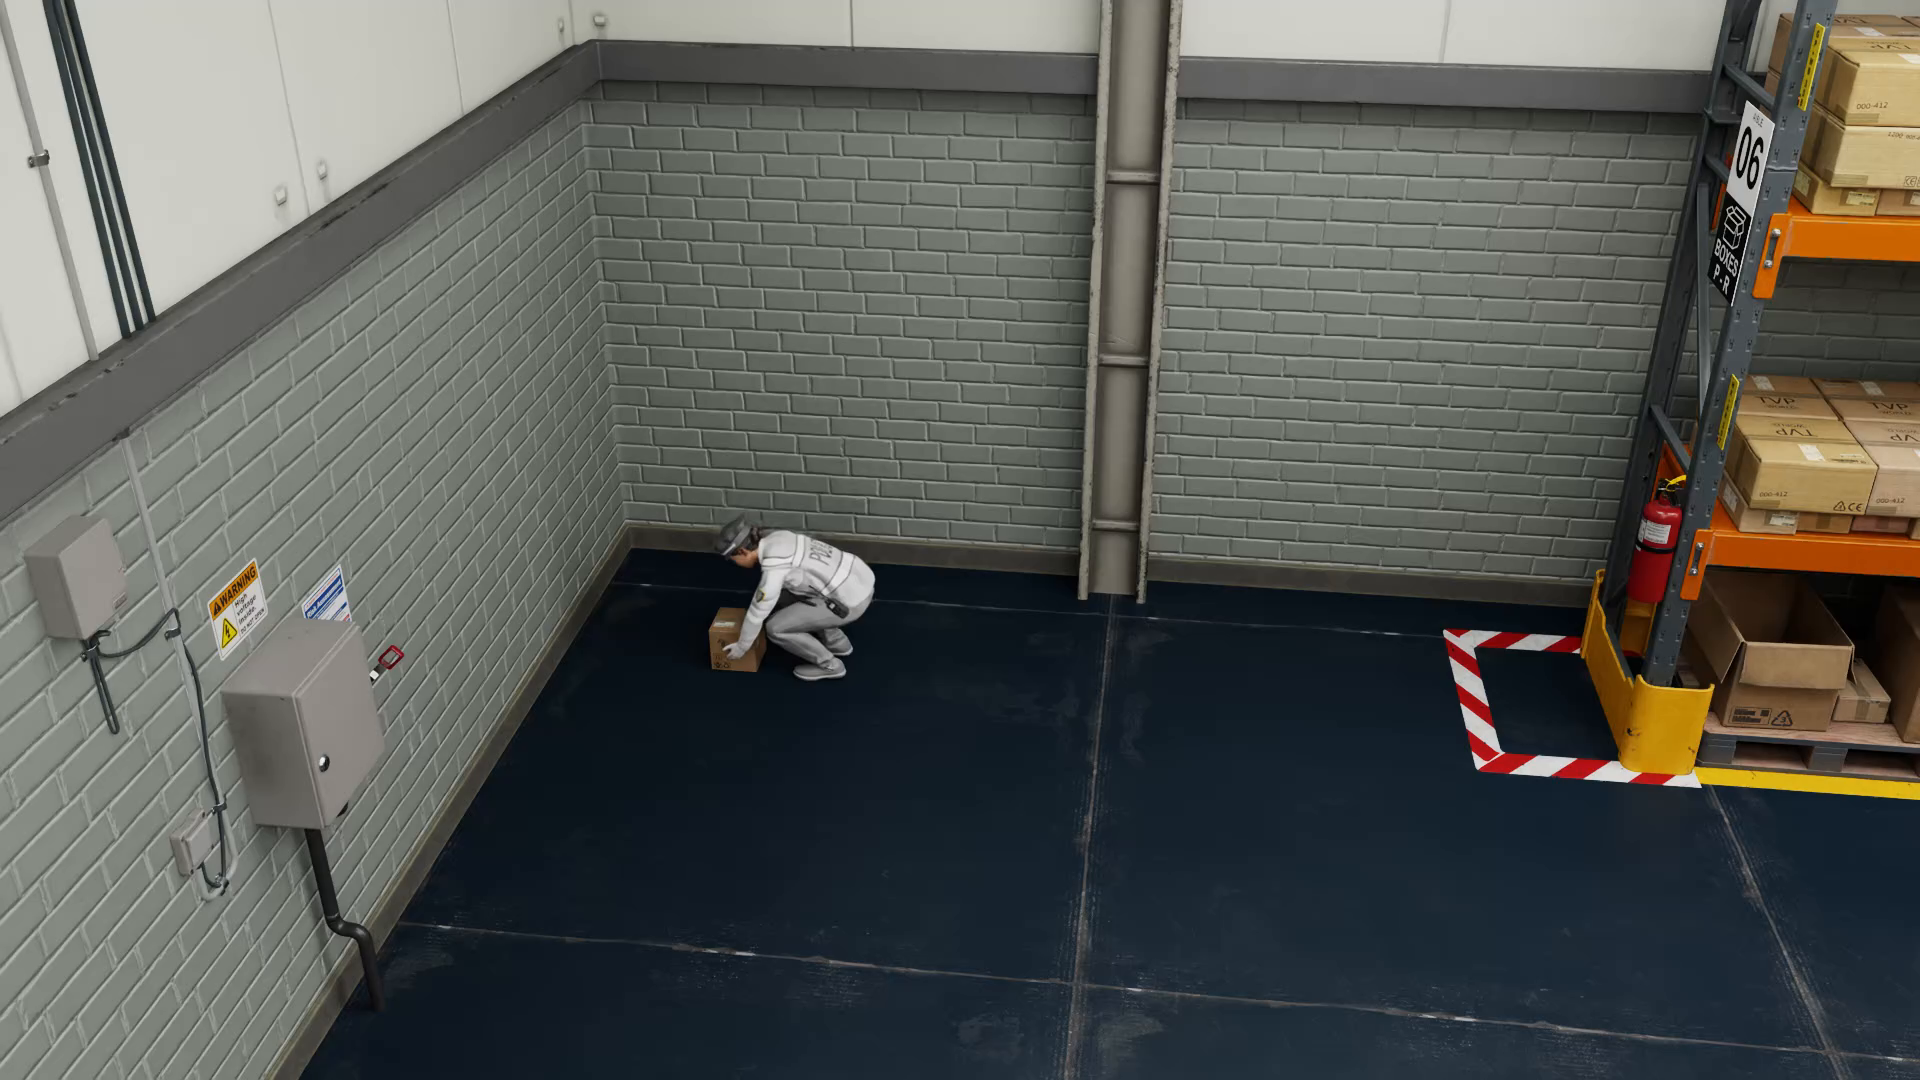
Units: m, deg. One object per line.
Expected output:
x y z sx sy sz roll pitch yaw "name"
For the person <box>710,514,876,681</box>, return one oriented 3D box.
-0.888 0.285 8.892 0.854 0.913 0.489 3 29 6 "person"
